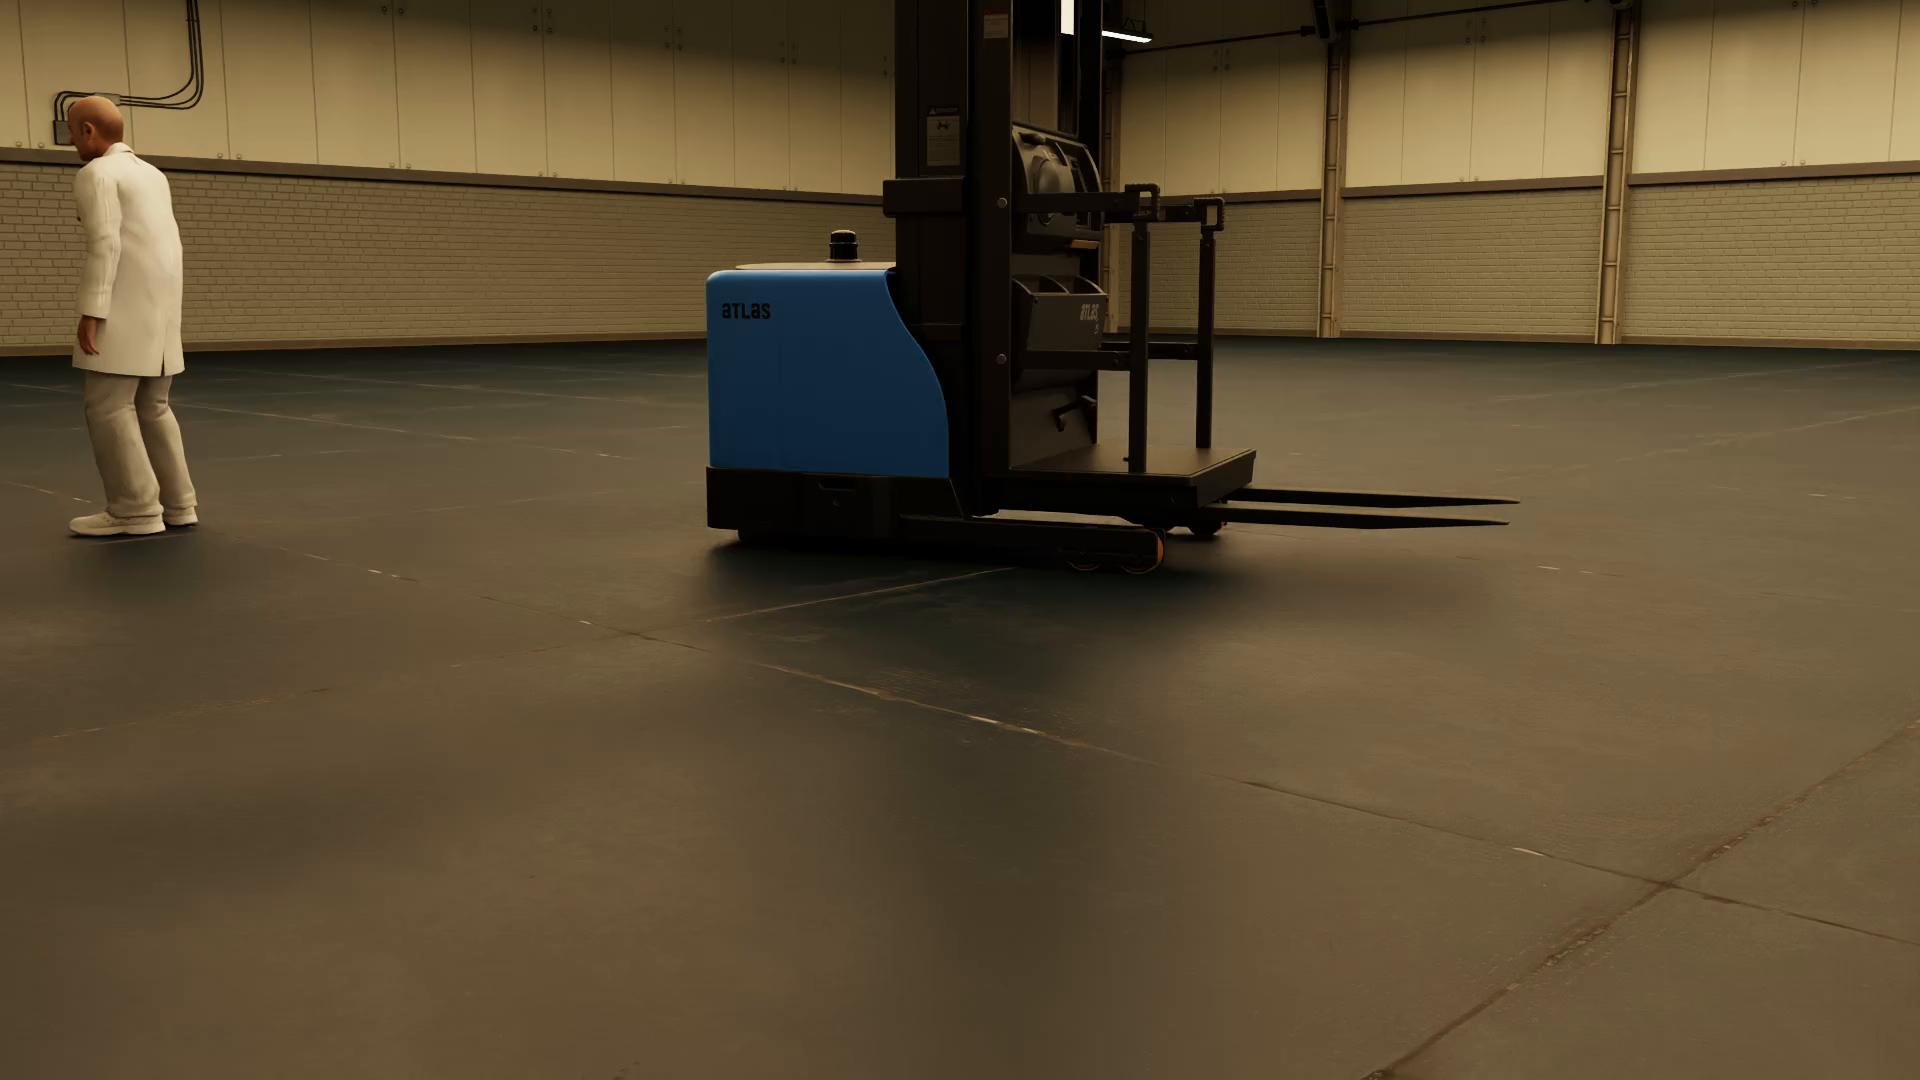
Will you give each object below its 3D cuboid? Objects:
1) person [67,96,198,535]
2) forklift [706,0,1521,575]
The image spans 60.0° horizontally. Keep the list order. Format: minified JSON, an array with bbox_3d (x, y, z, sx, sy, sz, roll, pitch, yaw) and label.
[{"bbox_3d":[-3.442,-0.917,6.856,0.436,1.772,0.643,1,9,4],"label":"person"},{"bbox_3d":[0.565,-1.416,6.275,3.031,2.935,1.130,3,9,22],"label":"forklift"}]
